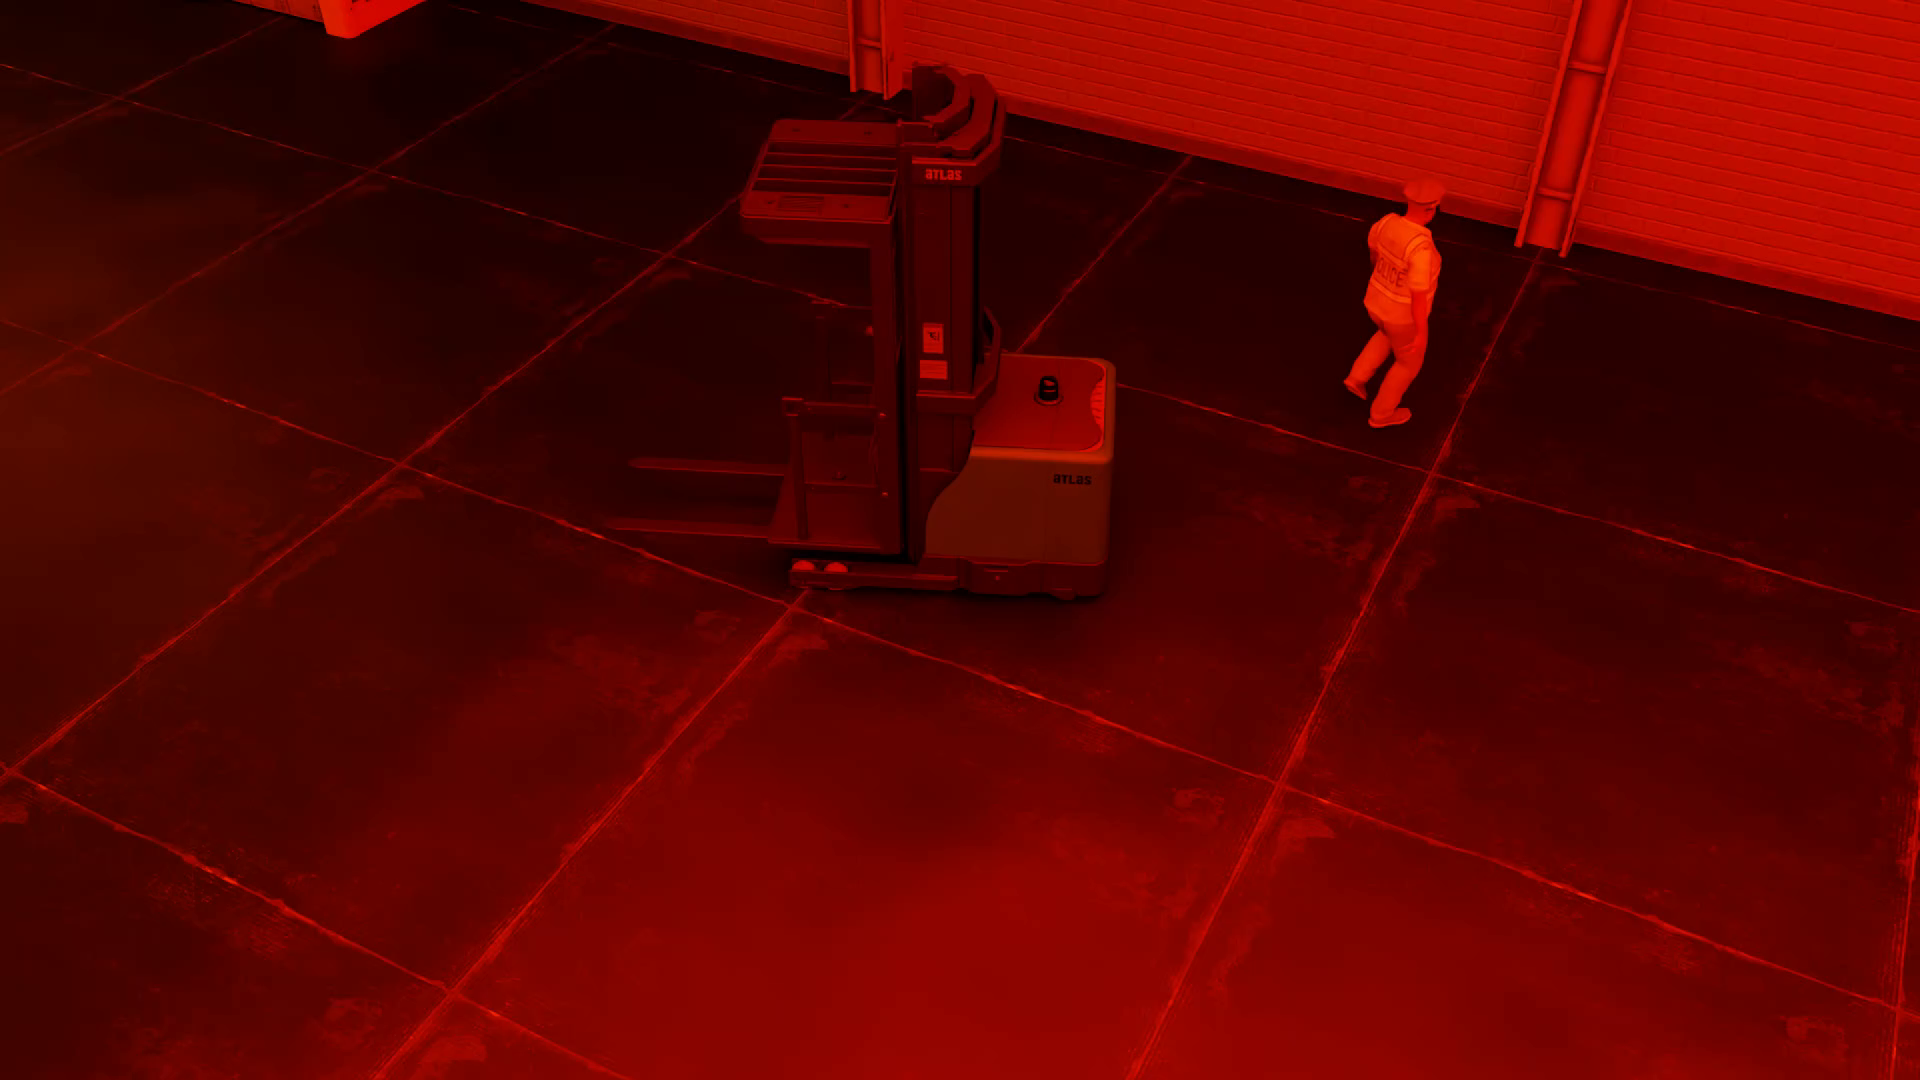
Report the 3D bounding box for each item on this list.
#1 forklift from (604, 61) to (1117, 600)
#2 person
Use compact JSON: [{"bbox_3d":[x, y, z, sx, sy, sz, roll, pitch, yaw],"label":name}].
[{"bbox_3d":[-0.606,-1.157,9.360,3.031,2.935,1.130,3,40,4],"label":"forklift"},{"bbox_3d":[2.856,-1.518,10.721,0.474,1.732,0.699,-18,43,-20],"label":"person"}]
